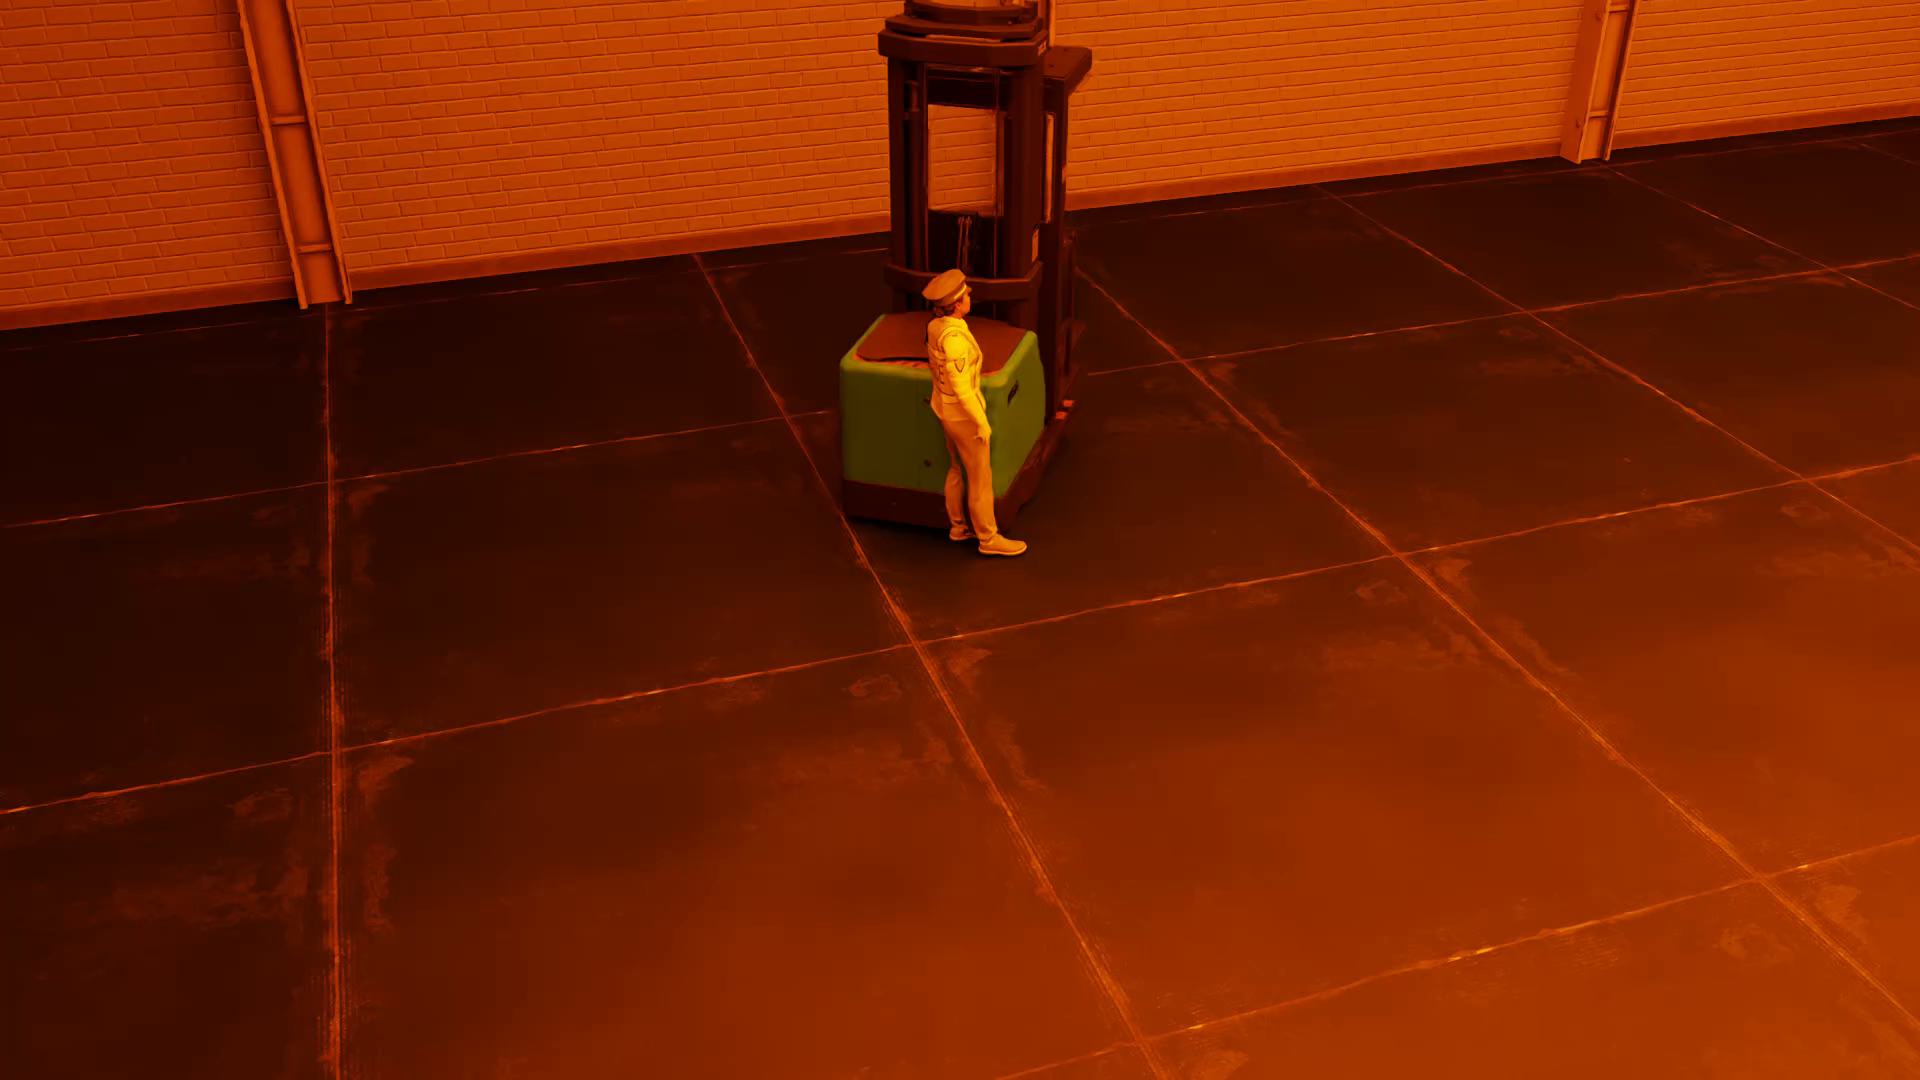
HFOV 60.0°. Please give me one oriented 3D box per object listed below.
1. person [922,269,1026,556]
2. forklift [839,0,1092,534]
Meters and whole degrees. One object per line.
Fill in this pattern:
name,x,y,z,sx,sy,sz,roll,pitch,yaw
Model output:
person,0.068,-0.748,9.613,0.530,1.694,0.586,-10,31,-16
forklift,0.180,-2.020,10.599,1.130,2.935,3.031,8,31,14
